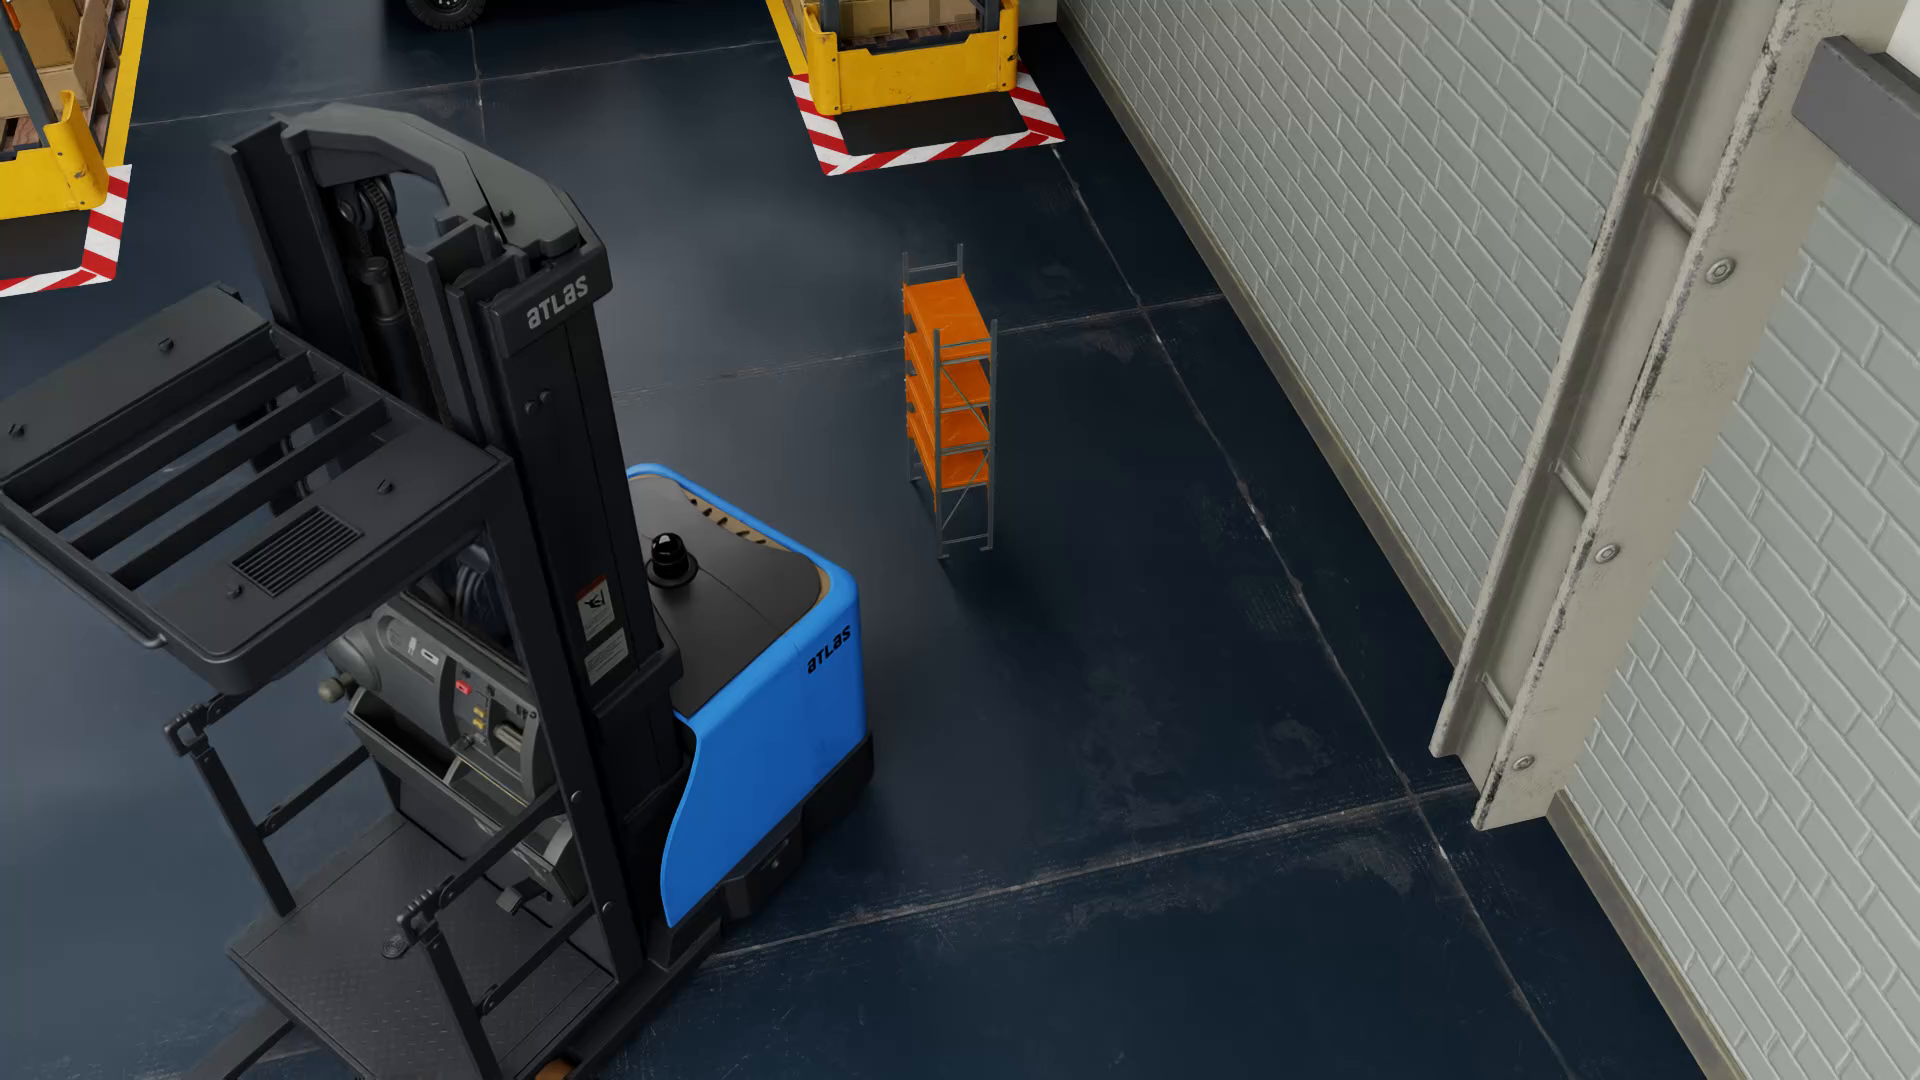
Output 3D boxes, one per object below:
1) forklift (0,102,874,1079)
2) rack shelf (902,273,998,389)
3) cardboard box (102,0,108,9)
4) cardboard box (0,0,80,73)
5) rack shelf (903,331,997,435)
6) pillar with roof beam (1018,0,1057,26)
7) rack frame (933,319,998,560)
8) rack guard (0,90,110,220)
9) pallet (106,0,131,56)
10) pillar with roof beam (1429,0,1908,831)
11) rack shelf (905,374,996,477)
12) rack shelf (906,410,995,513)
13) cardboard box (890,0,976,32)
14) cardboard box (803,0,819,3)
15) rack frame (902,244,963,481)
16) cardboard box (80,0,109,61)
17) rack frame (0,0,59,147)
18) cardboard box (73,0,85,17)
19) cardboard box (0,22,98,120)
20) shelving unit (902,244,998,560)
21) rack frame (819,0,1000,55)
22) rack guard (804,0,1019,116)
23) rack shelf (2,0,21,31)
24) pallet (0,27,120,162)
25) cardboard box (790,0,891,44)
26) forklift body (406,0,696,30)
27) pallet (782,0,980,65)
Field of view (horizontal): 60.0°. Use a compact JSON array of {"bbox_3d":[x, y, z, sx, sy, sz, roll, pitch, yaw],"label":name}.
[{"bbox_3d":[-1.608,0.476,4.482,1.130,2.935,3.031,29,52,25],"label":"forklift"},{"bbox_3d":[-0.042,-0.809,6.404,0.258,0.148,0.480,-11,47,-10],"label":"rack shelf"},{"bbox_3d":[-5.285,-3.275,9.741,0.500,0.250,0.500,-8,46,-8],"label":"cardboard box"},{"bbox_3d":[-5.016,-2.826,8.776,0.500,0.500,0.500,-12,47,-12],"label":"cardboard box"},{"bbox_3d":[-0.042,-0.644,6.572,0.258,0.148,0.480,-11,47,-10],"label":"rack shelf"},{"bbox_3d":[-3.742,-5.623,6.211,9.100,9.000,0.400,-11,47,-10],"label":"pillar with roof beam"},{"bbox_3d":[0.020,-0.366,6.519,0.240,1.200,0.015,-11,47,-10],"label":"rack frame"},{"bbox_3d":[-5.090,-1.932,8.544,1.175,0.500,0.348,-11,47,-10],"label":"rack guard"},{"bbox_3d":[-5.572,-3.239,10.027,1.003,0.211,1.213,-11,47,-10],"label":"pallet"},{"bbox_3d":[-2.206,-1.481,2.151,9.100,9.000,0.400,-11,47,-10],"label":"pillar with roof beam"},{"bbox_3d":[-0.042,-0.487,6.732,0.258,0.148,0.480,-11,47,-10],"label":"rack shelf"},{"bbox_3d":[-0.042,-0.348,6.874,0.258,0.148,0.480,-11,47,-10],"label":"rack shelf"},{"bbox_3d":[-0.210,-3.224,9.692,0.500,0.250,0.500,-11,47,-10],"label":"cardboard box"},{"bbox_3d":[-0.700,-3.303,9.419,0.500,0.250,0.500,-11,47,-11],"label":"cardboard box"},{"bbox_3d":[-0.105,-0.703,6.849,0.240,1.200,0.015,-11,47,-10],"label":"rack frame"},{"bbox_3d":[-5.133,-2.901,9.374,0.500,0.250,0.500,-9,46,-9],"label":"cardboard box"},{"bbox_3d":[-5.070,-2.755,7.600,1.000,3.000,0.127,-11,47,-10],"label":"rack frame"},{"bbox_3d":[-5.154,-3.186,9.129,0.500,0.500,0.500,-12,47,-12],"label":"cardboard box"},{"bbox_3d":[-5.010,-2.547,9.028,0.500,0.250,0.500,-11,47,-11],"label":"cardboard box"},{"bbox_3d":[-0.042,-0.534,6.684,0.258,1.200,0.503,-11,47,-10],"label":"shelving unit"},{"bbox_3d":[-0.273,-3.665,8.492,1.000,3.000,0.127,-11,47,-10],"label":"rack frame"},{"bbox_3d":[-0.267,-2.773,9.369,1.175,0.500,0.348,-11,47,-10],"label":"rack guard"},{"bbox_3d":[-5.582,-3.884,9.210,1.077,0.370,4.000,-11,47,-10],"label":"rack shelf"},{"bbox_3d":[-5.264,-2.399,9.204,1.003,0.211,1.213,-11,47,-10],"label":"pallet"},{"bbox_3d":[-0.699,-3.116,9.585,0.500,0.250,0.500,-10,46,-10],"label":"cardboard box"},{"bbox_3d":[-2.522,-4.343,9.751,2.313,2.155,1.214,-11,47,-10],"label":"forklift body"},{"bbox_3d":[-0.509,-3.209,9.998,1.003,0.211,1.213,-11,47,-10],"label":"pallet"}]
